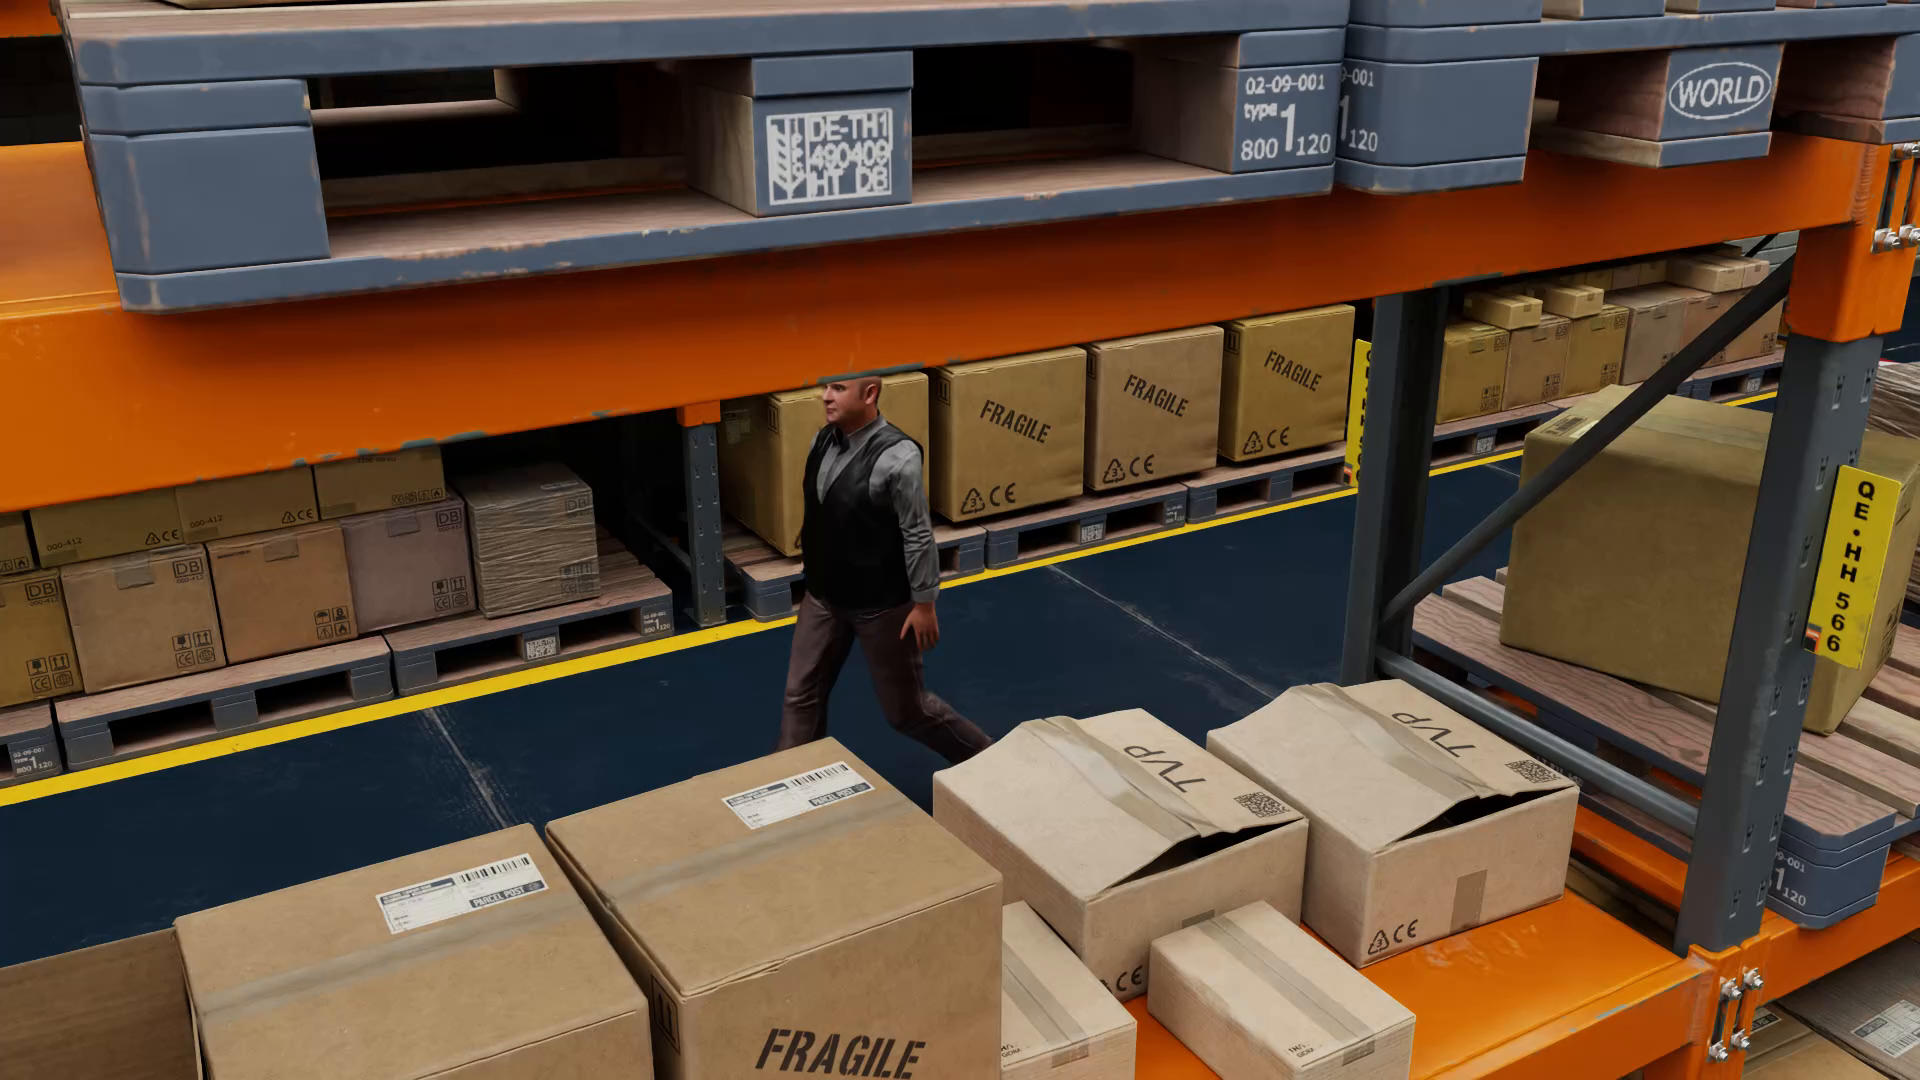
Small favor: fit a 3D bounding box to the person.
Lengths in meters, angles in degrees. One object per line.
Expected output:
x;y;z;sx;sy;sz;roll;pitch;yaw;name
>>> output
-0.361;0.198;5.664;0.952;1.694;0.585;-18;28;-39;person
